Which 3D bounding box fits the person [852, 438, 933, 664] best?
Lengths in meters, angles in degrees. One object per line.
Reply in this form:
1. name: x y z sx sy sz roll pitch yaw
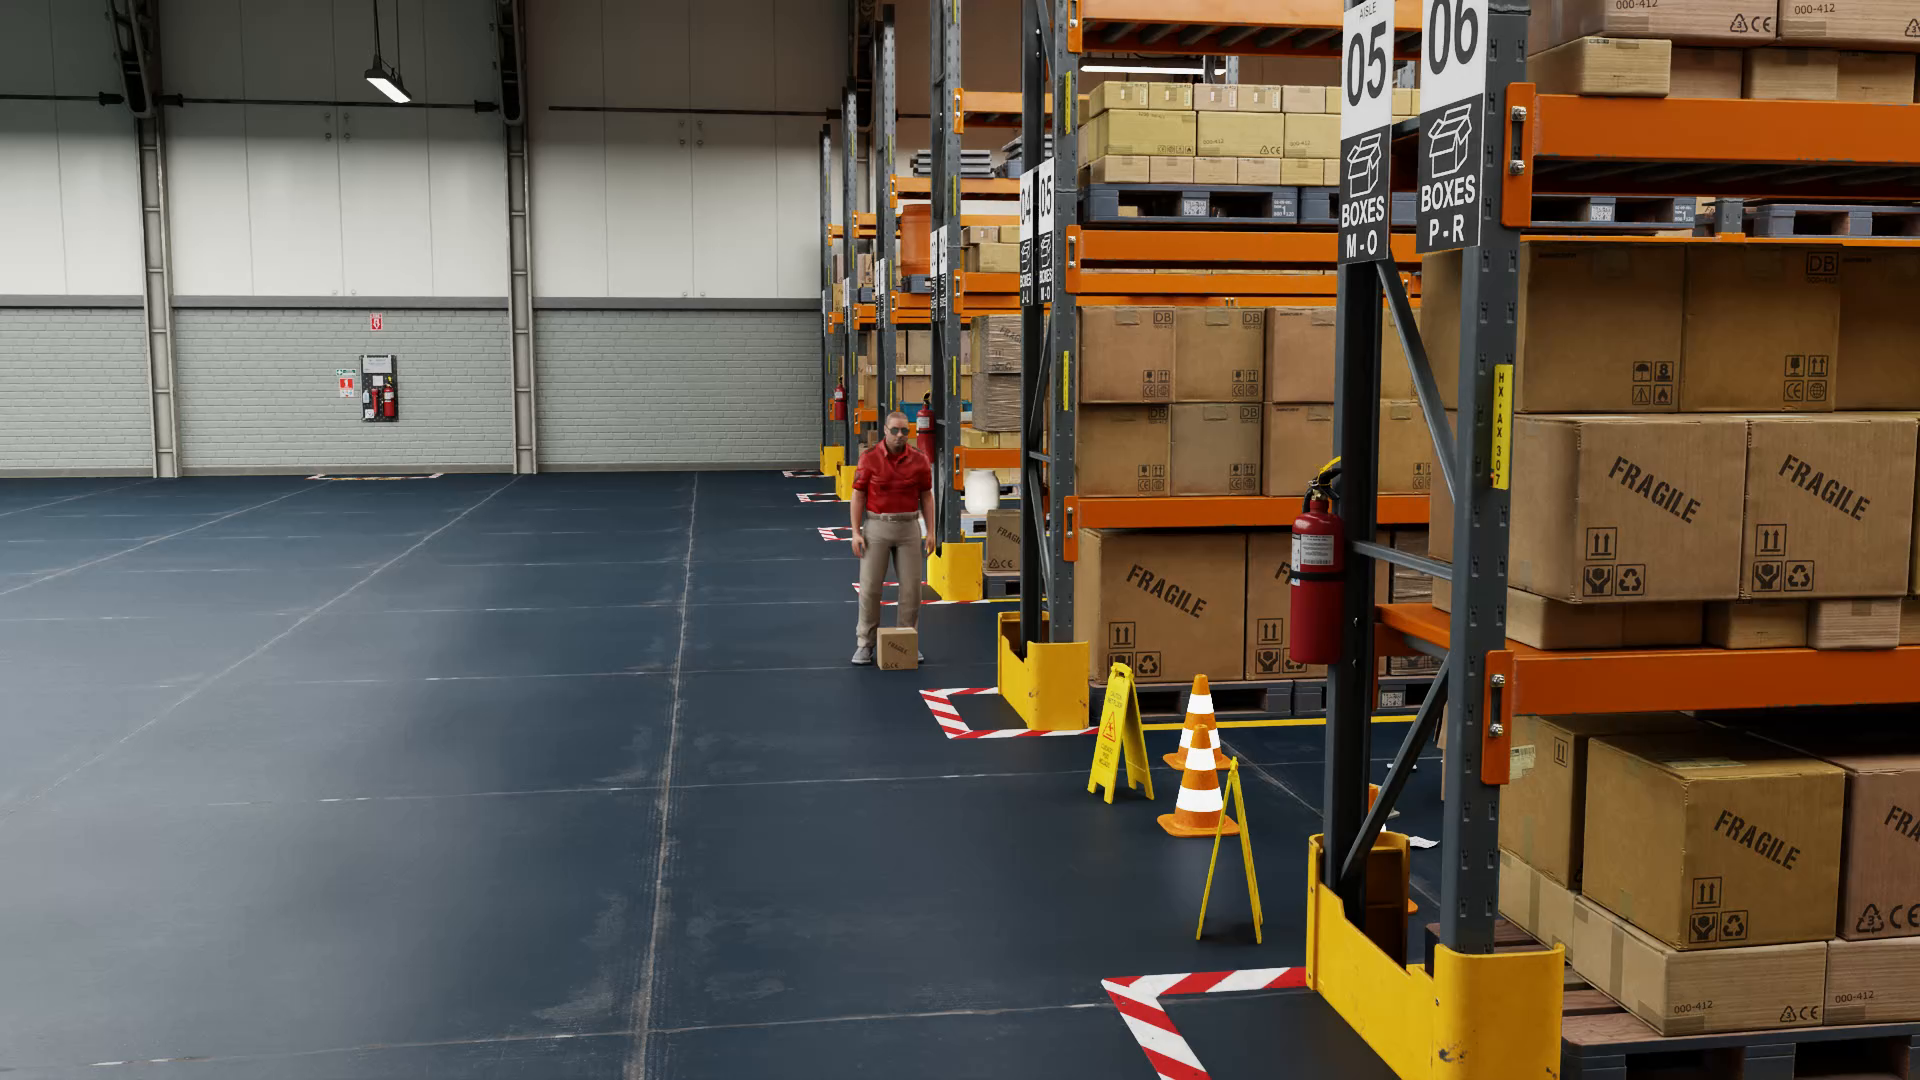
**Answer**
1. person: -0.471 0.063 11.499 0.593 1.552 0.385 -1 7 -12
